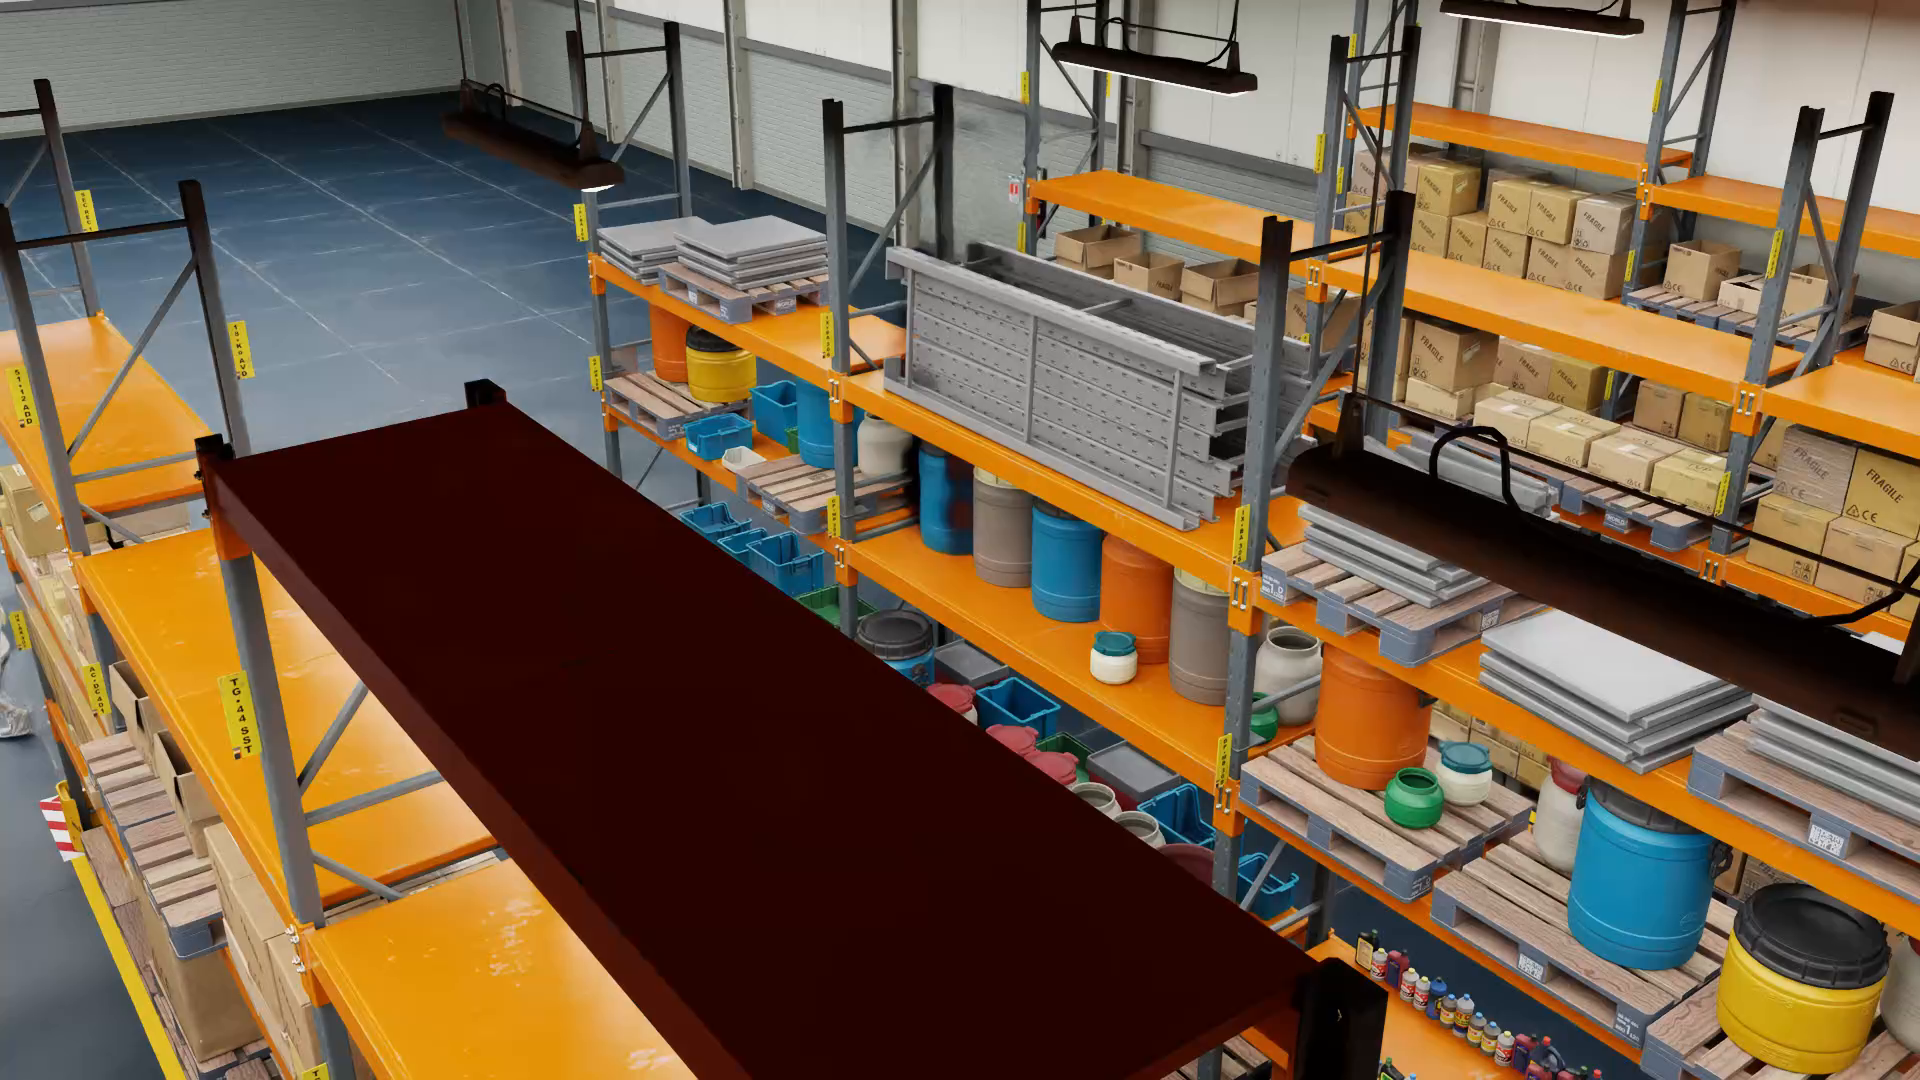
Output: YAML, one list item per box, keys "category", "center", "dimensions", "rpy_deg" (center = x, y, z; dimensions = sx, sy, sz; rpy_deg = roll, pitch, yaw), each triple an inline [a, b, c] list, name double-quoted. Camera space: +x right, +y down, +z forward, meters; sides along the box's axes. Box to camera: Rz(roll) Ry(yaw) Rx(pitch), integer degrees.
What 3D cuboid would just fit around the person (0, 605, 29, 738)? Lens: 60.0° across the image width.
- category: "person"
  center: [-8.672, 1.032, 14.778]
  dimensions: [0.558, 1.651, 0.607]
  rpy_deg: [-2, 25, -4]
